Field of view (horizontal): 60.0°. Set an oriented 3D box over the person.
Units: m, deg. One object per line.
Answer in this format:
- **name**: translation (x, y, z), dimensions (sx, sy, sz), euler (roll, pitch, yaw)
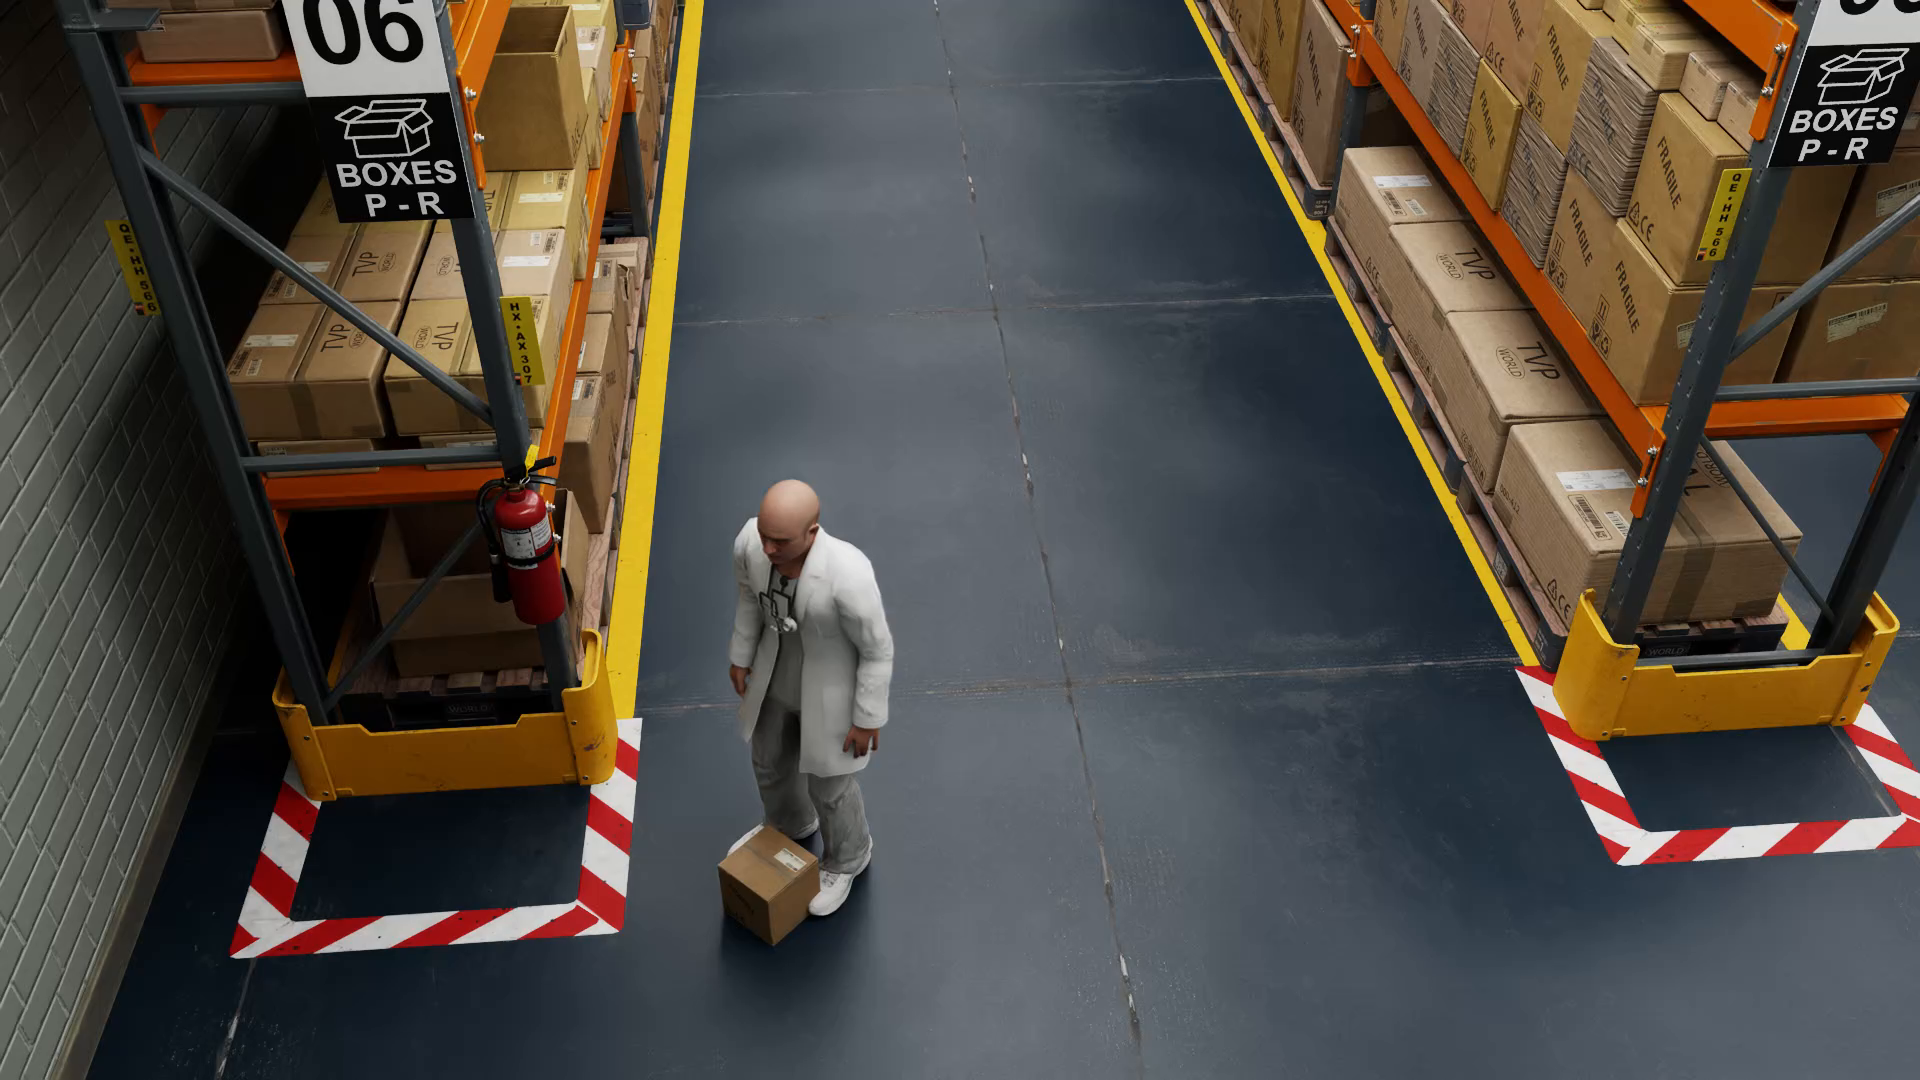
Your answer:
- **person**: translation (-0.510, 0.500, 5.541), dimensions (0.646, 1.772, 0.429), euler (24, 44, 27)
